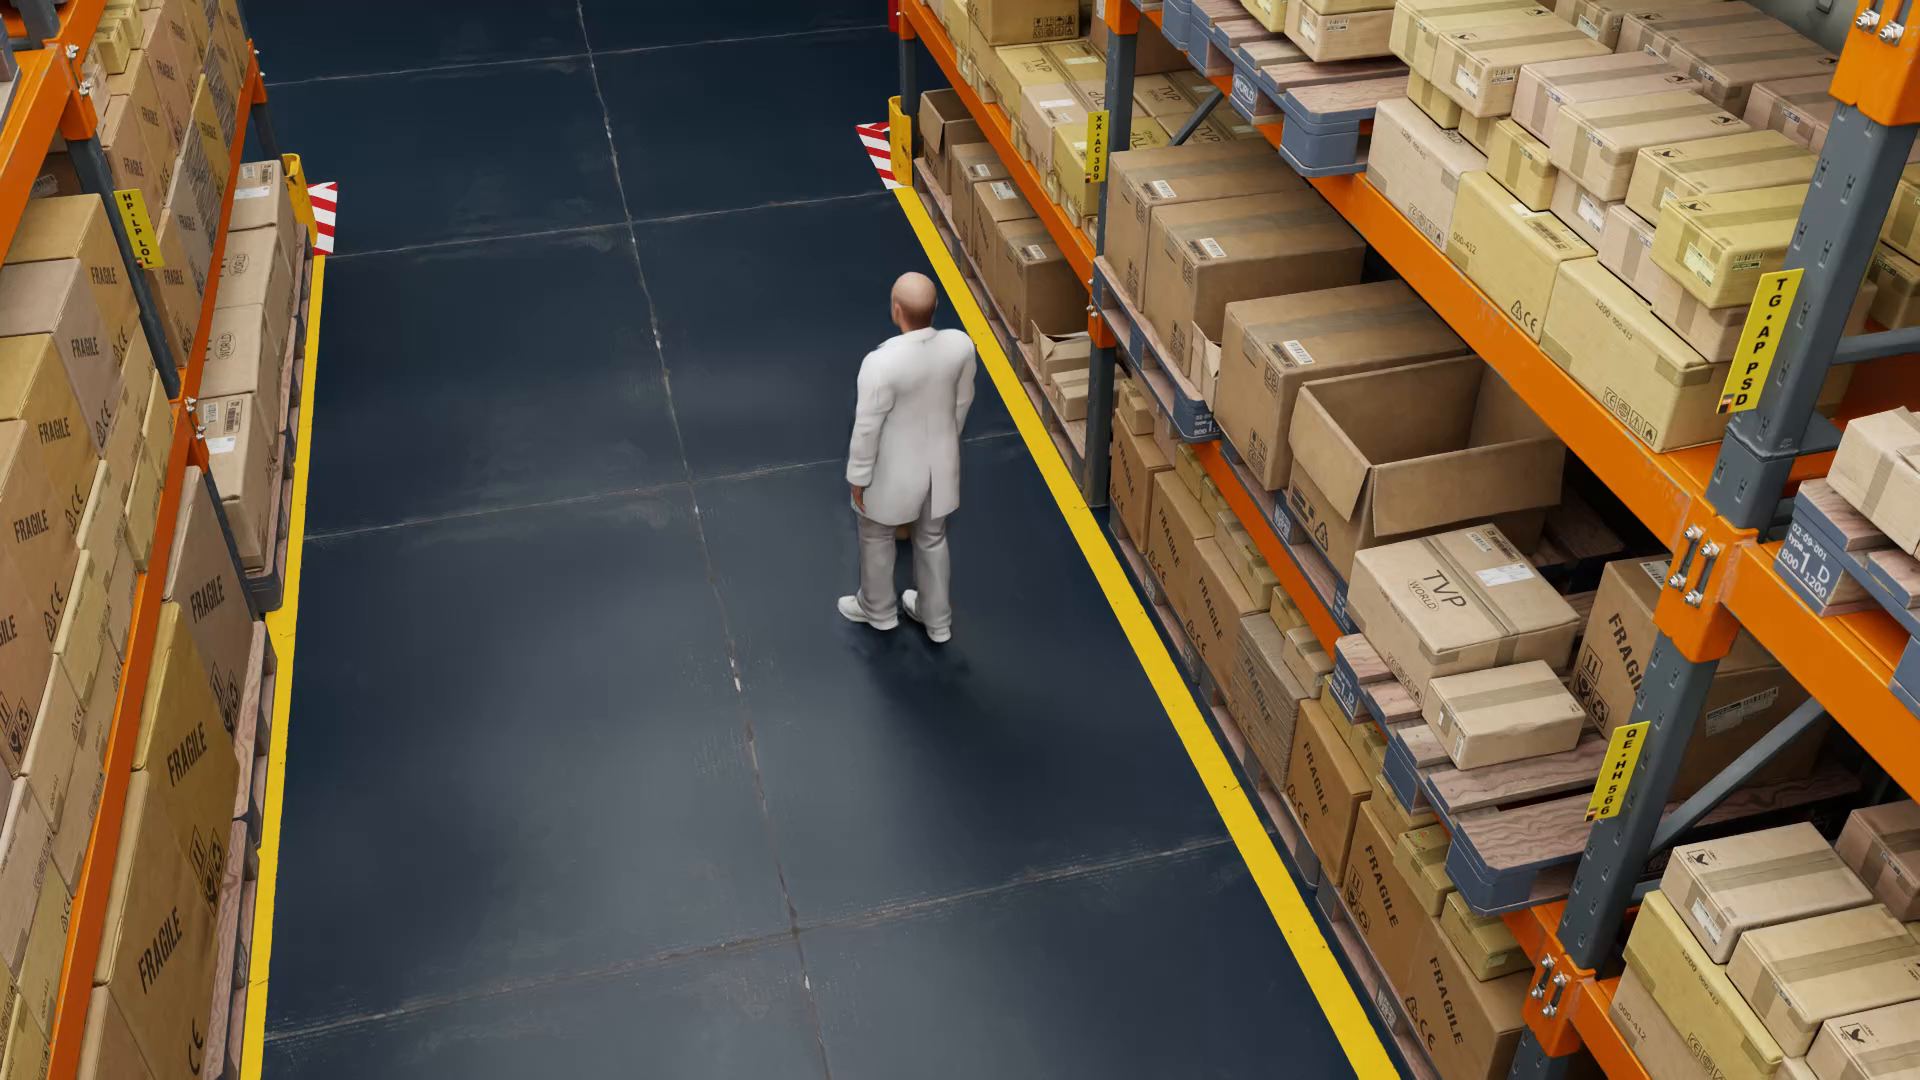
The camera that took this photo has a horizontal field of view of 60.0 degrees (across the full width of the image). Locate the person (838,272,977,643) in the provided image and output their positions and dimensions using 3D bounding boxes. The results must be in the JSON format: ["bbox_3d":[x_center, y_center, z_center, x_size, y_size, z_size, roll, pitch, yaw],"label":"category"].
[{"bbox_3d":[-0.242,-0.339,7.163,0.614,1.812,0.548,-20,42,-24],"label":"person"}]
